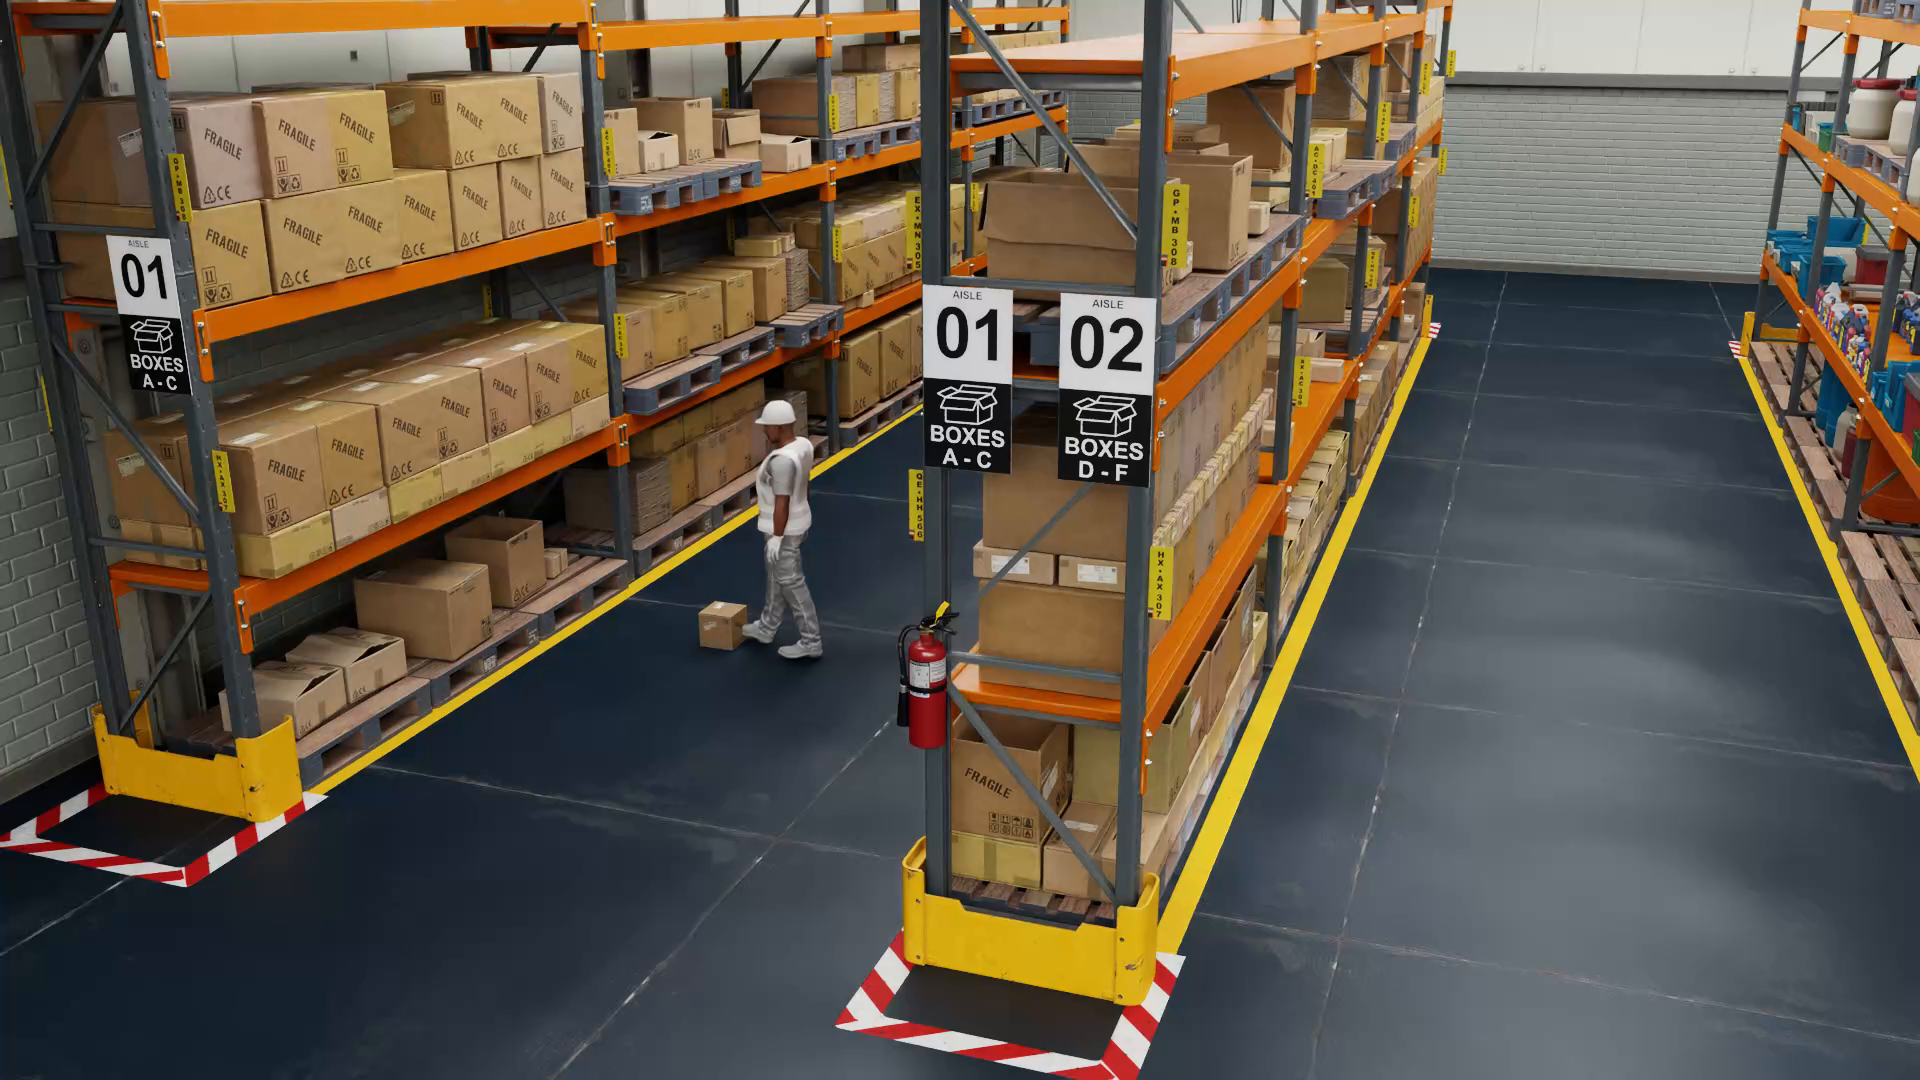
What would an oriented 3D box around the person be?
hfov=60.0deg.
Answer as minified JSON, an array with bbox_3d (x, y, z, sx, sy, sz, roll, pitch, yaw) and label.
[{"bbox_3d":[-1.275,-0.083,11.265,0.712,1.777,0.592,4,19,11],"label":"person"}]
